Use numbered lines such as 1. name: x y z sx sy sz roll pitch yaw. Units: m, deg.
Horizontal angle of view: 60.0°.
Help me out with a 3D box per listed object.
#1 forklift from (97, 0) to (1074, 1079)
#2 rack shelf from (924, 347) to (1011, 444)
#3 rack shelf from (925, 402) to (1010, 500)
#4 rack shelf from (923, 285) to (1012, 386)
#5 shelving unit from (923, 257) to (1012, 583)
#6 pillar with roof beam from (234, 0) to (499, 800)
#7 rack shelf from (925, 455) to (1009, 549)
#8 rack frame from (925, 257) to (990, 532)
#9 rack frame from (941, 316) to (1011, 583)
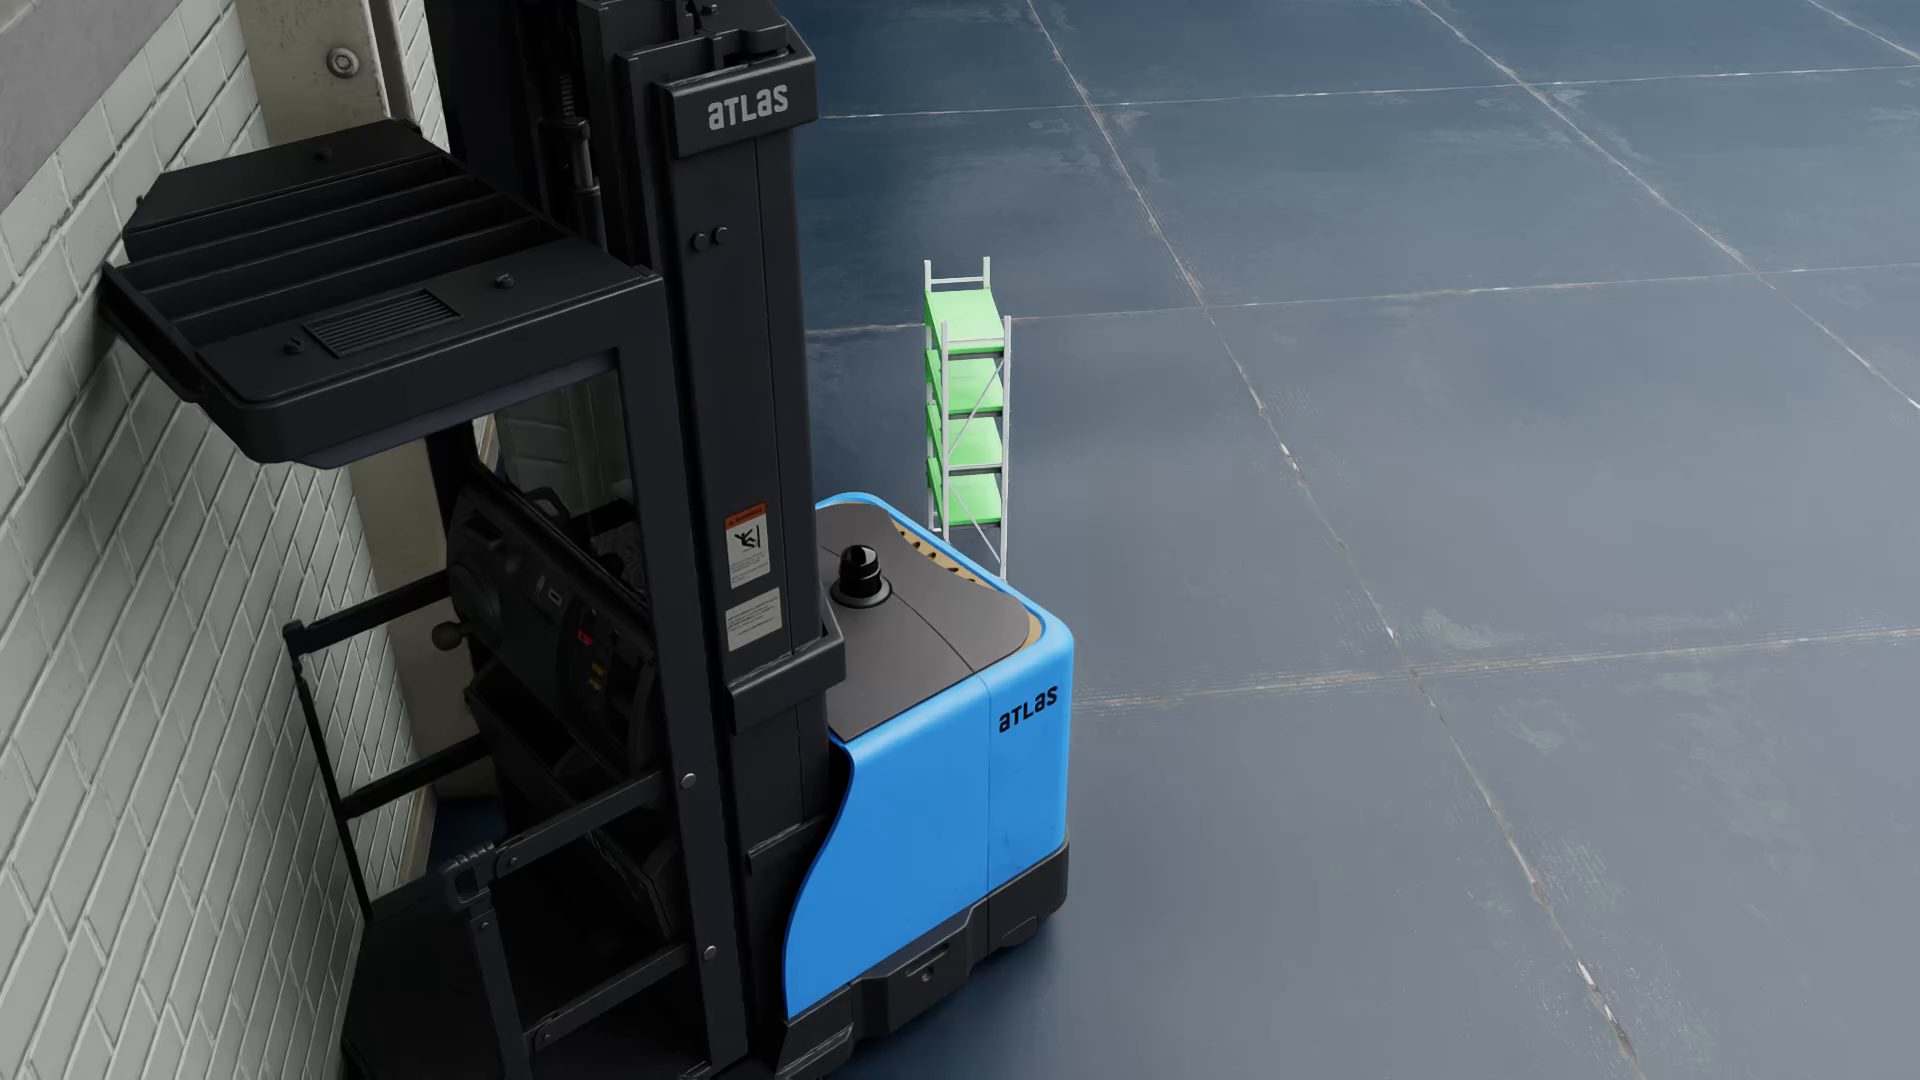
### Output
1. forklift: -1.126 0.247 3.784 3.031 2.935 1.130 -25 42 -32
2. rack shelf: 0.022 -0.549 6.177 0.258 0.148 0.480 -4 35 -6
3. rack shelf: 0.022 -0.351 6.313 0.258 0.148 0.480 -4 35 -6
4. rack shelf: 0.022 -0.747 6.042 0.258 0.148 0.480 -4 35 -6
5. shelving unit: 0.022 -0.403 6.277 0.258 1.200 0.503 -4 35 -6
6. pillar with roof beam: 2.631 -3.307 3.612 9.100 9.000 0.400 -4 35 -6
7. rack shelf: 0.022 -0.152 6.448 0.258 0.148 0.480 -4 35 -6
8. rack frame: -0.011 -0.540 6.476 0.240 1.200 0.015 -4 35 -6
9. rack frame: 0.055 -0.267 6.077 0.240 1.200 0.015 -4 35 -6
